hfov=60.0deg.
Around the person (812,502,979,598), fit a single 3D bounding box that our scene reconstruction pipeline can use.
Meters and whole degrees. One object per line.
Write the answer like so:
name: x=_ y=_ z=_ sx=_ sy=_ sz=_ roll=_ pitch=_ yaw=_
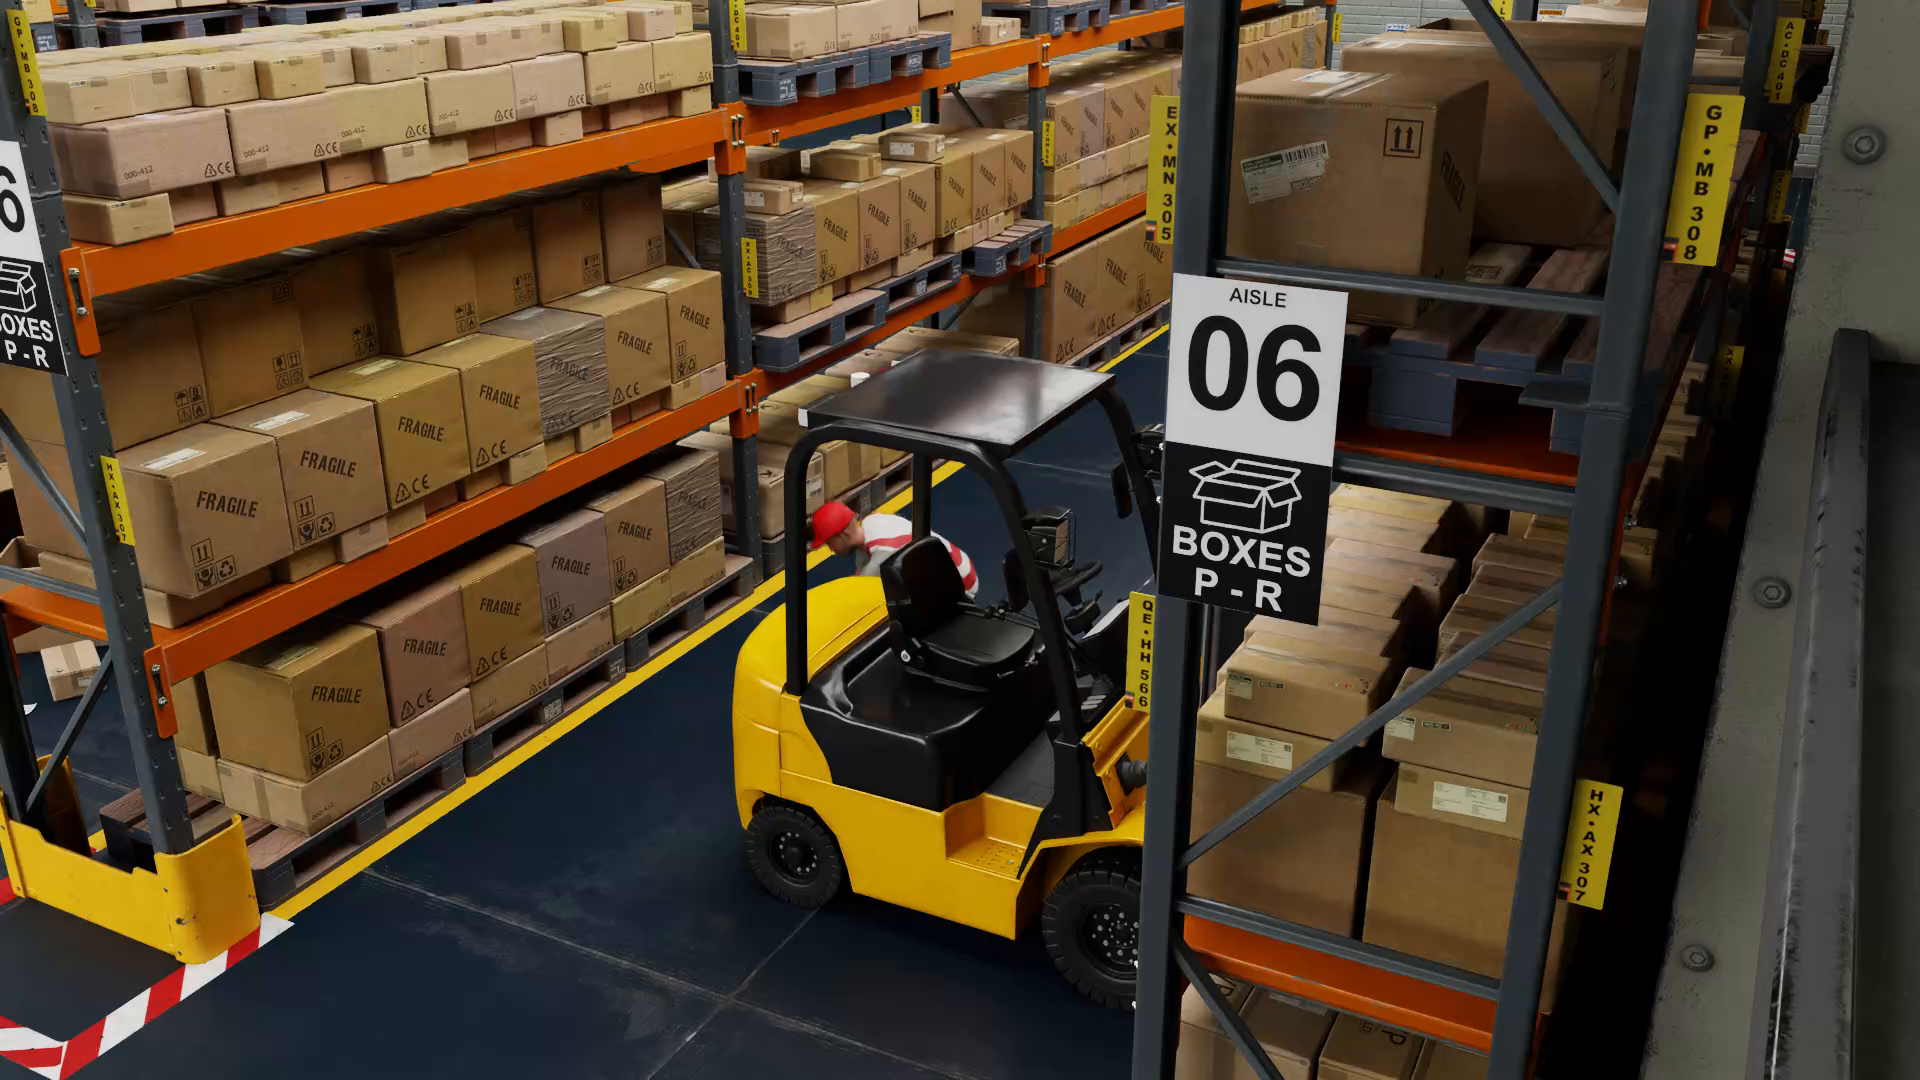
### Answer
person: x=-0.340 y=0.268 z=8.641 sx=0.877 sy=1.028 sz=0.575 roll=-1 pitch=23 yaw=-2
